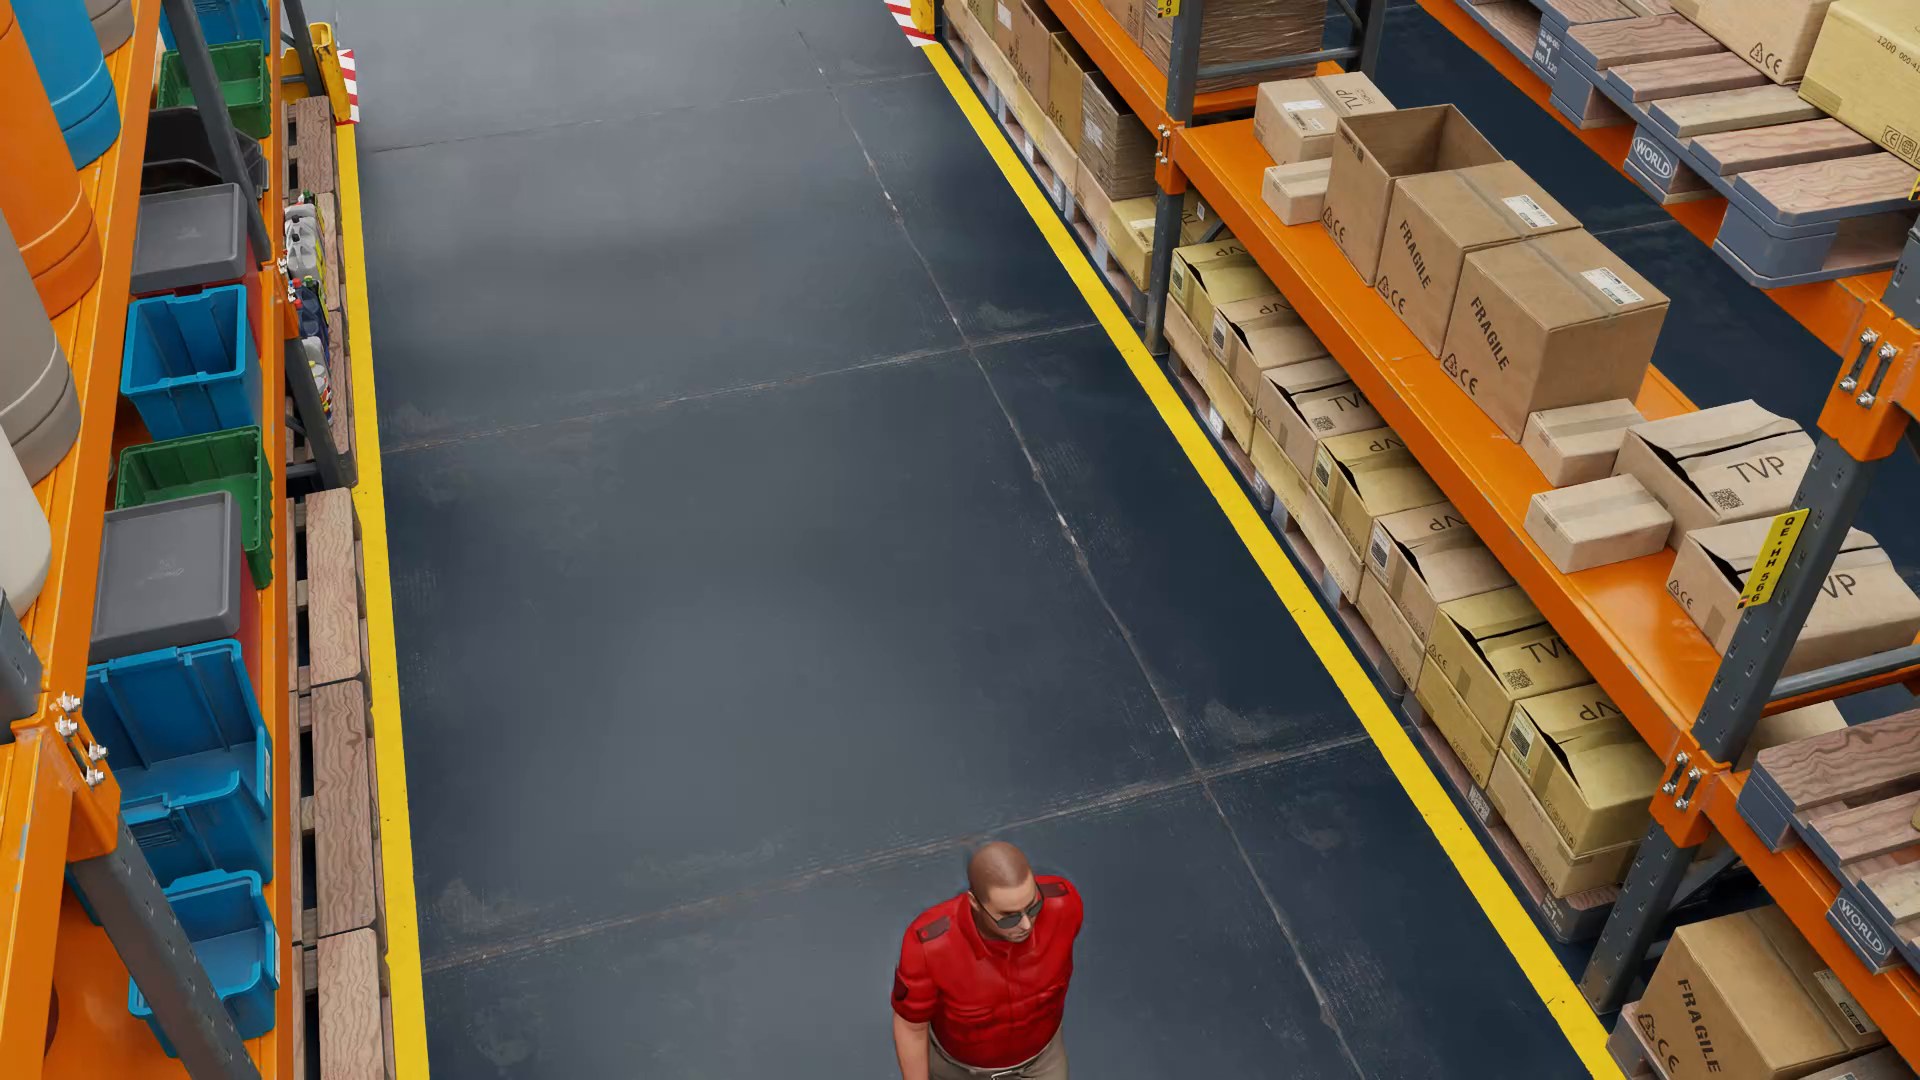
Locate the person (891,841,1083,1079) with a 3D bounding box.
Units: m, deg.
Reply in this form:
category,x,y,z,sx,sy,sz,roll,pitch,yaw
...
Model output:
category,x,y,z,sx,sy,sz,roll,pitch,yaw
person,0.089,1.405,4.610,0.564,1.662,1.089,-11,43,-12
